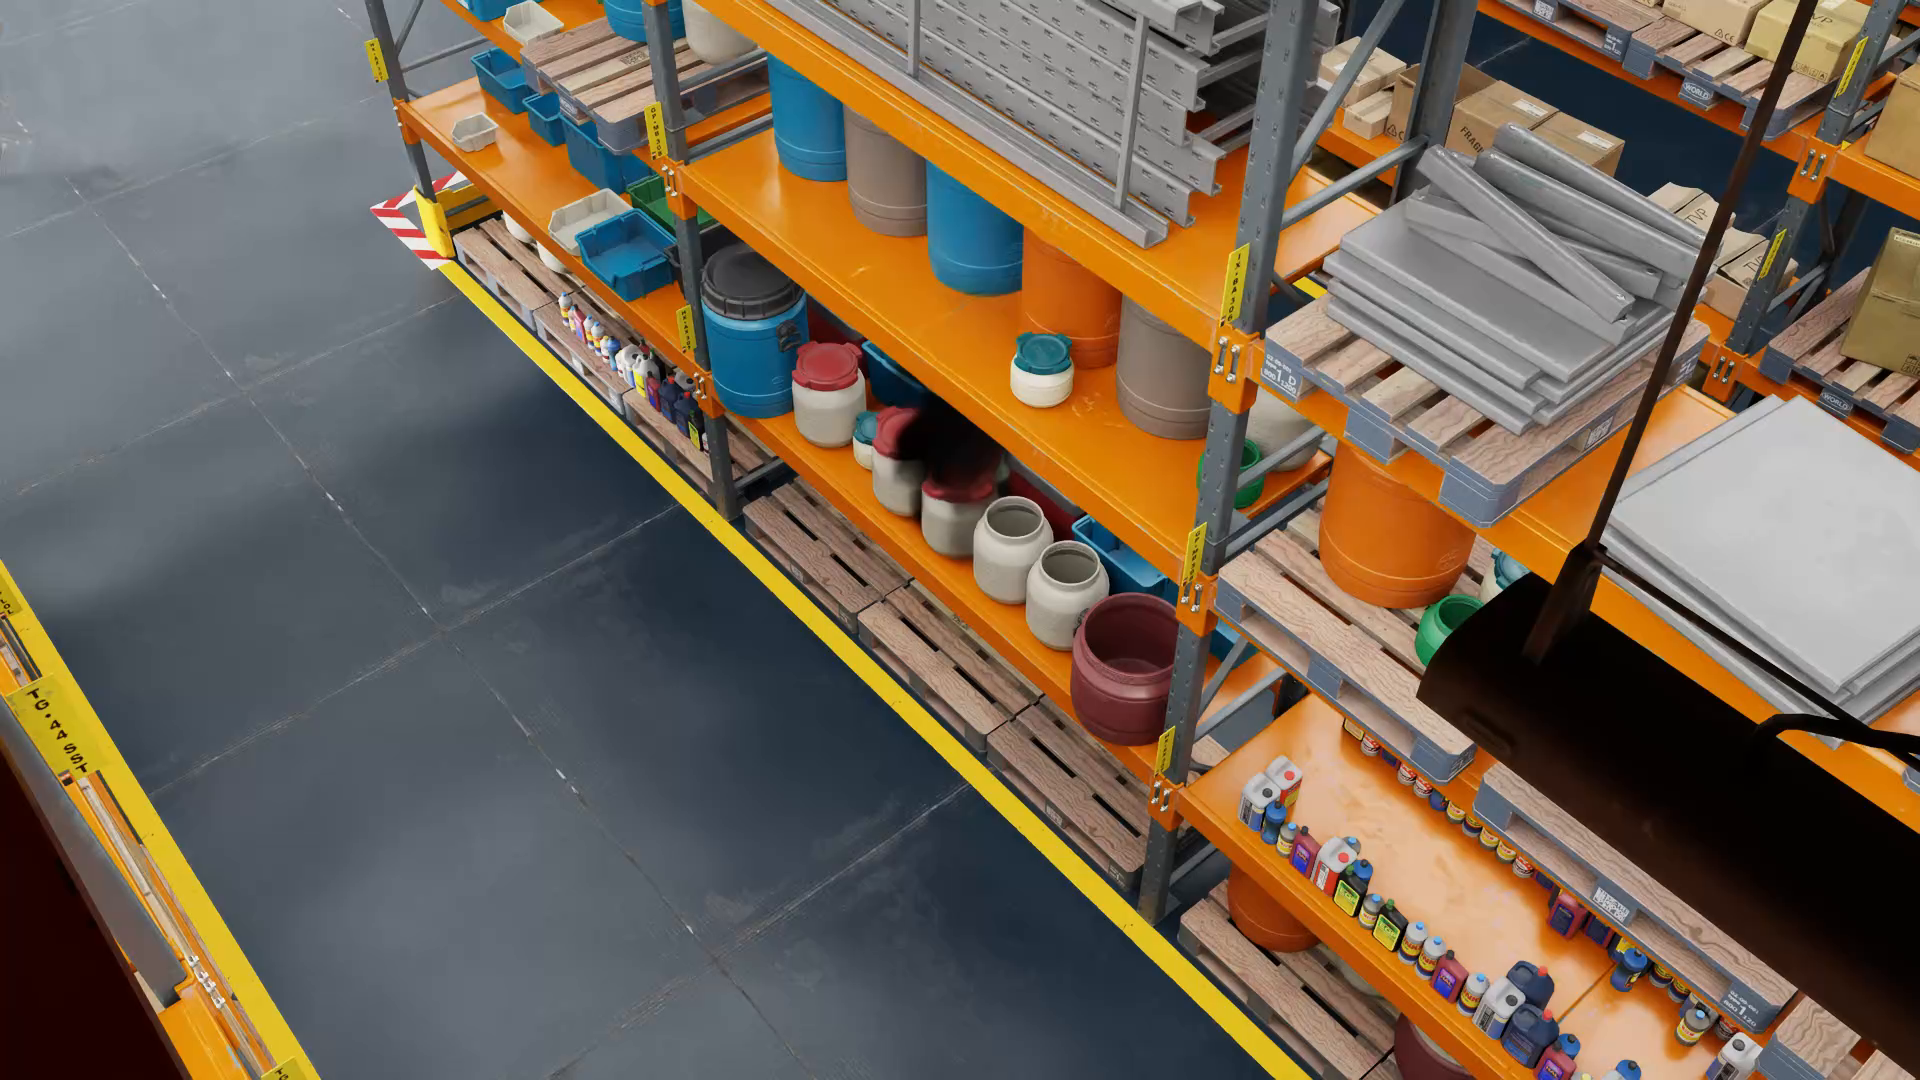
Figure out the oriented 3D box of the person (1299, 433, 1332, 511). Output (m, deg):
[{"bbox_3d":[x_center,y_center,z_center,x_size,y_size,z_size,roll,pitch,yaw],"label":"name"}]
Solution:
[{"bbox_3d":[2.191,-0.538,9.951,0.658,1.761,0.578,26,52,23],"label":"person"}]
